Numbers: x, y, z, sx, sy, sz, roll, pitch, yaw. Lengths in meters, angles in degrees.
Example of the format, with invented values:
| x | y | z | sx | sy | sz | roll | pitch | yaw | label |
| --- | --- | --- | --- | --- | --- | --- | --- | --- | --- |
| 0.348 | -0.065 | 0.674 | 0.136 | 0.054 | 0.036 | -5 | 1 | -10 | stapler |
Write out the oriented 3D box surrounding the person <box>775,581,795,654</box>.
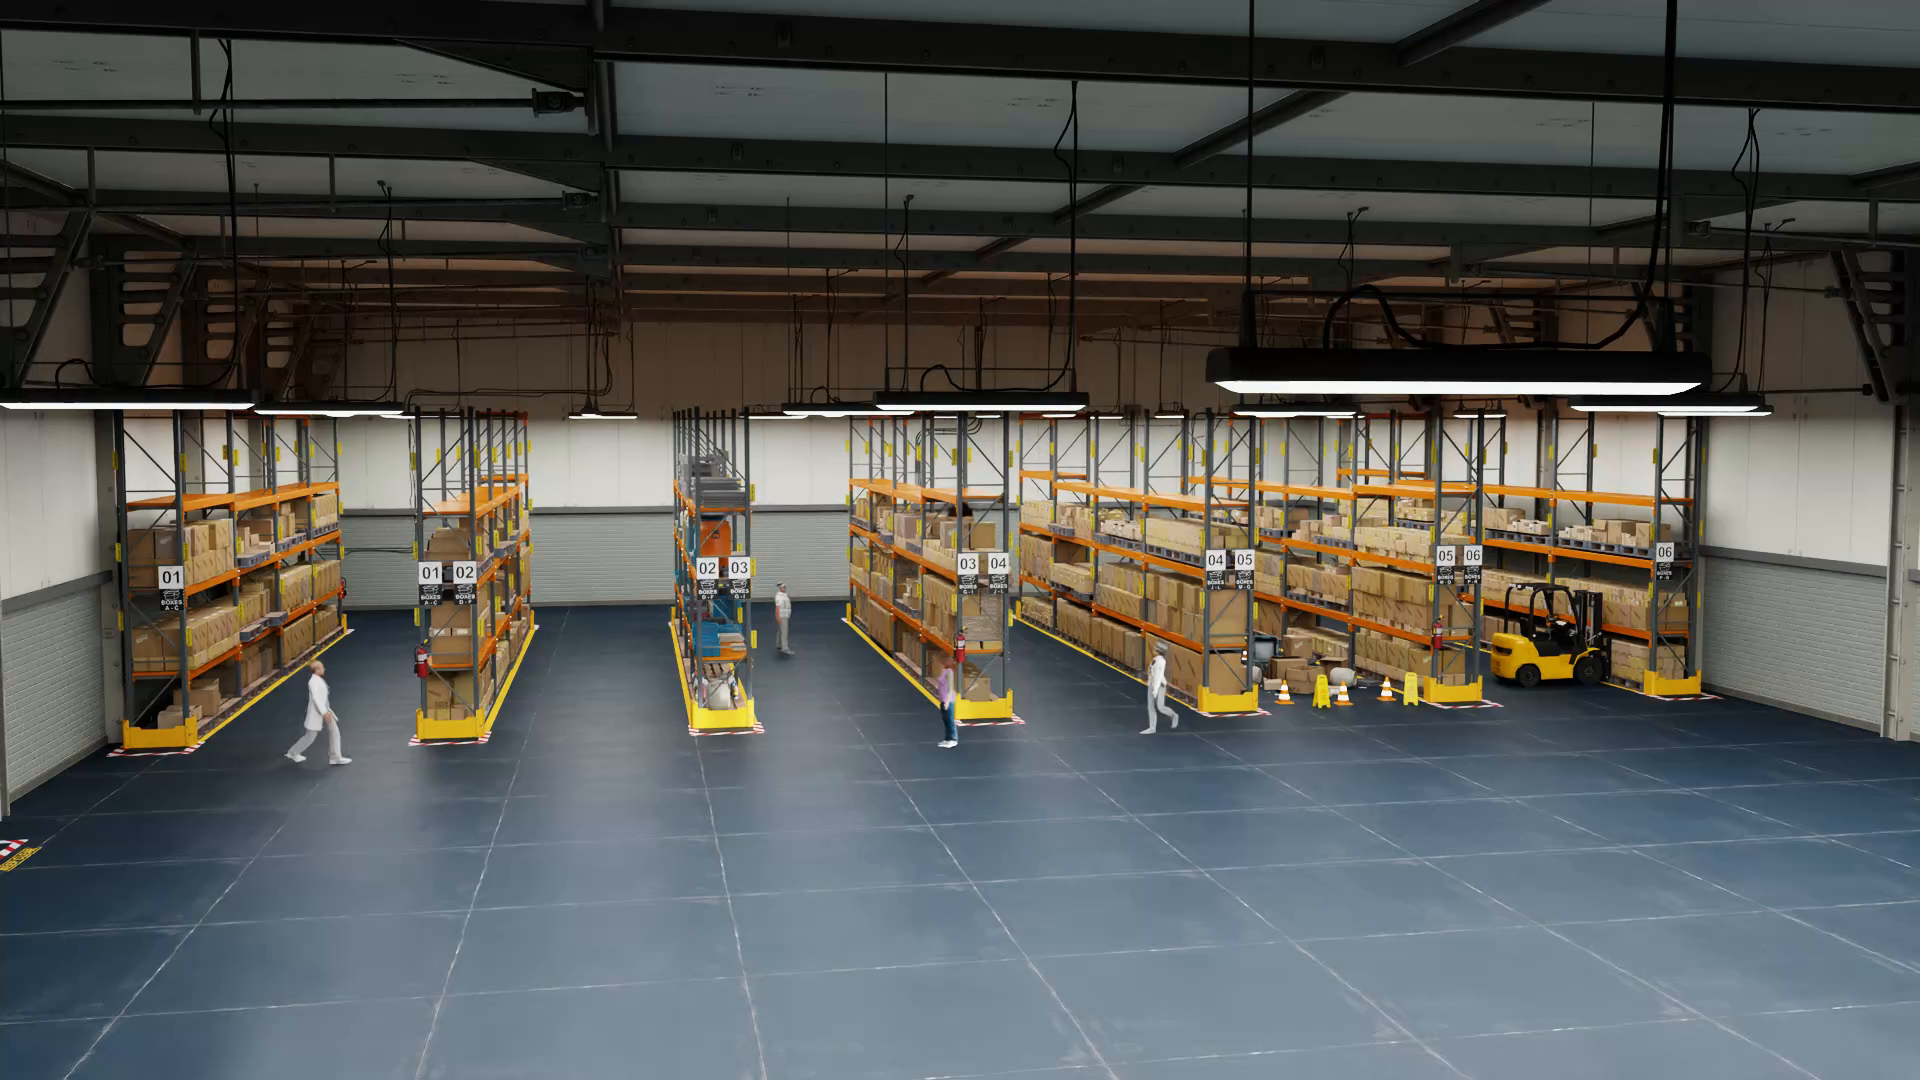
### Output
| x | y | z | sx | sy | sz | roll | pitch | yaw | label |
| --- | --- | --- | --- | --- | --- | --- | --- | --- | --- |
| -4.332 | 1.916 | 41.255 | 0.529 | 1.799 | 0.577 | 0 | 4 | 4 | person |

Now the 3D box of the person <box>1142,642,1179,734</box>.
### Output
| x | y | z | sx | sy | sz | roll | pitch | yaw | label |
| --- | --- | --- | --- | --- | --- | --- | --- | --- | --- |
| 3.663 | 2.709 | 30.586 | 0.703 | 1.685 | 0.434 | -3 | 5 | -33 | person |

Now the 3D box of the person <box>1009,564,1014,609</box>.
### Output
| x | y | z | sx | sy | sz | roll | pitch | yaw | label |
| --- | --- | --- | --- | --- | --- | --- | --- | --- | --- |
| 1.296 | 1.353 | 49.676 | 0.510 | 1.691 | 0.426 | -2 | 5 | -30 | person |

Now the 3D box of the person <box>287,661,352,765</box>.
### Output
| x | y | z | sx | sy | sz | roll | pitch | yaw | label |
| --- | --- | --- | --- | --- | --- | --- | --- | --- | --- |
| -10.713 | 2.887 | 27.708 | 1.061 | 1.736 | 0.541 | 1 | 4 | 11 | person |

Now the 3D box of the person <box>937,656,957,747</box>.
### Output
| x | y | z | sx | sy | sz | roll | pitch | yaw | label |
| --- | --- | --- | --- | --- | --- | --- | --- | --- | --- |
| -0.223 | 2.847 | 29.274 | 0.352 | 1.622 | 0.456 | -2 | 4 | -24 | person |
